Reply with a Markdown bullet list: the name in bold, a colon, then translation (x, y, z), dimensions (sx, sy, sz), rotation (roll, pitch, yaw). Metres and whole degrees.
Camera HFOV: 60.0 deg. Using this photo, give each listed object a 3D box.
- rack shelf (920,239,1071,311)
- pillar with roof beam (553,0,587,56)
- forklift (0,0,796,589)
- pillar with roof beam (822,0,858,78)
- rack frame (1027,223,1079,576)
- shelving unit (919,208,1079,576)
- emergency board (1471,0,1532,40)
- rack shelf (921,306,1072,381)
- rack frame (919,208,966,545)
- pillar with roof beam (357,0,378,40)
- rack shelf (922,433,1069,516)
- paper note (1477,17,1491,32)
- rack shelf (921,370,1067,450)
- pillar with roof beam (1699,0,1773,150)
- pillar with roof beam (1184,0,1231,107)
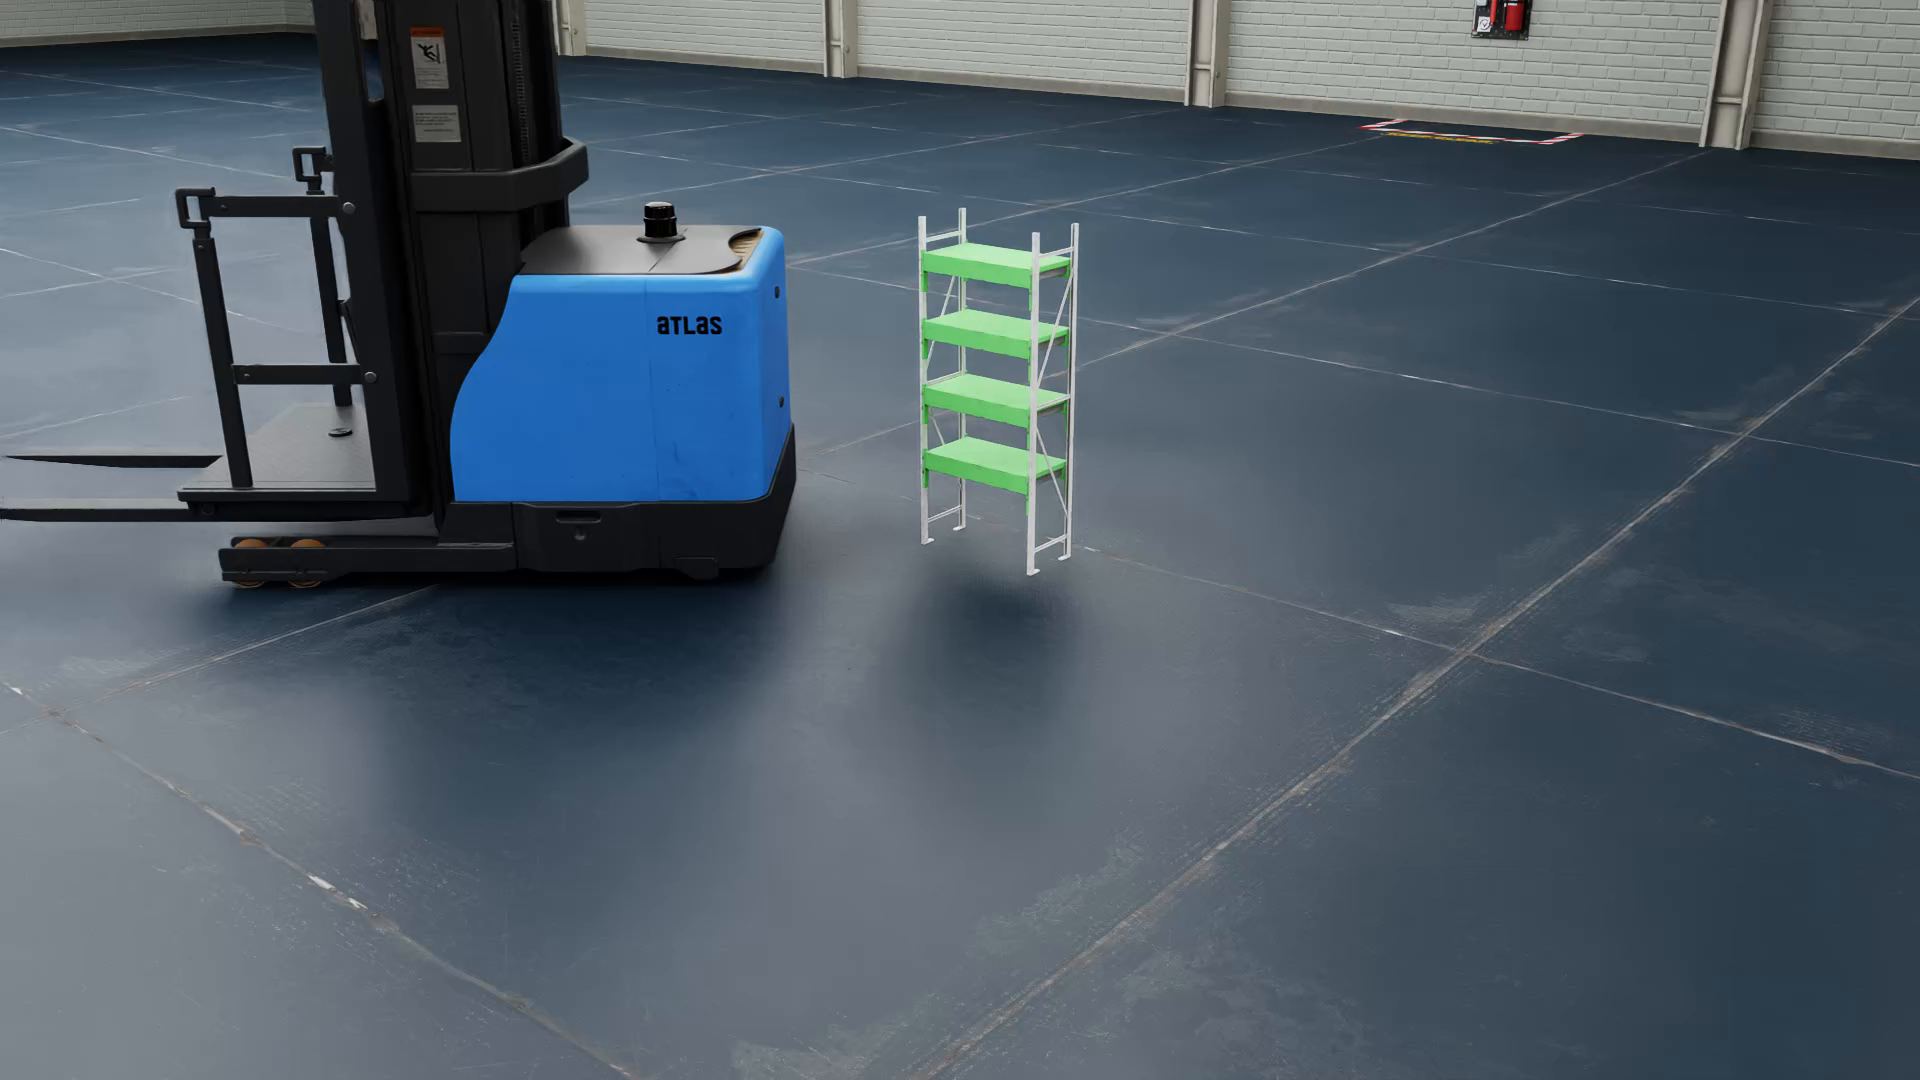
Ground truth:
- **rack shelf**: translation (0.128, -0.914, 5.712), dimensions (0.480, 0.148, 0.258), rotation (16, 26, 36)
- **pillar with roof beam**: translation (-9.059, -10.968, 22.500), dimensions (0.400, 9.000, 9.100), rotation (16, 26, 36)
- **forklift**: translation (-2.163, -1.391, 5.703), dimensions (3.031, 2.935, 1.130), rotation (0, 21, 0)
- **pillar with roof beam**: translation (-4.411, -9.629, 18.950), dimensions (0.400, 9.000, 9.100), rotation (16, 26, 36)
- **rack frame**: translation (0.317, -0.470, 5.714), dimensions (0.015, 1.200, 0.240), rotation (16, 26, 36)
- **shelving unit**: translation (0.128, -0.524, 5.859), dimensions (0.503, 1.200, 0.258), rotation (16, 26, 36)
- **emergency board**: translation (5.718, -5.884, 17.519), dimensions (0.643, 1.169, 0.194), rotation (16, 26, 36)
- **rack shelf**: translation (0.128, -0.689, 5.796), dimensions (0.480, 0.148, 0.258), rotation (16, 26, 36)
- **rack frame**: translation (-0.061, -0.579, 6.003), dimensions (0.015, 1.200, 0.240), rotation (16, 26, 36)
- **pillar with roof beam**: translation (-13.707, -12.307, 26.049), dimensions (0.400, 9.000, 9.100), rotation (16, 26, 36)
- **rack shelf**: translation (0.128, -0.240, 5.966), dimensions (0.480, 0.148, 0.258), rotation (16, 26, 36)
- **paper note**: translation (5.624, -5.530, 17.829), dimensions (0.142, 0.148, 0.016), rotation (16, 26, 36)
- **rack shelf**: translation (0.128, -0.465, 5.881), dimensions (0.480, 0.148, 0.258), rotation (16, 26, 36)
- **pillar with roof beam**: translation (4.886, -6.952, 11.850), dimensions (0.400, 9.000, 9.100), rotation (16, 26, 36)
- **pillar with roof beam**: translation (0.238, -8.291, 15.400), dimensions (0.400, 9.000, 9.100), rotation (16, 26, 36)
